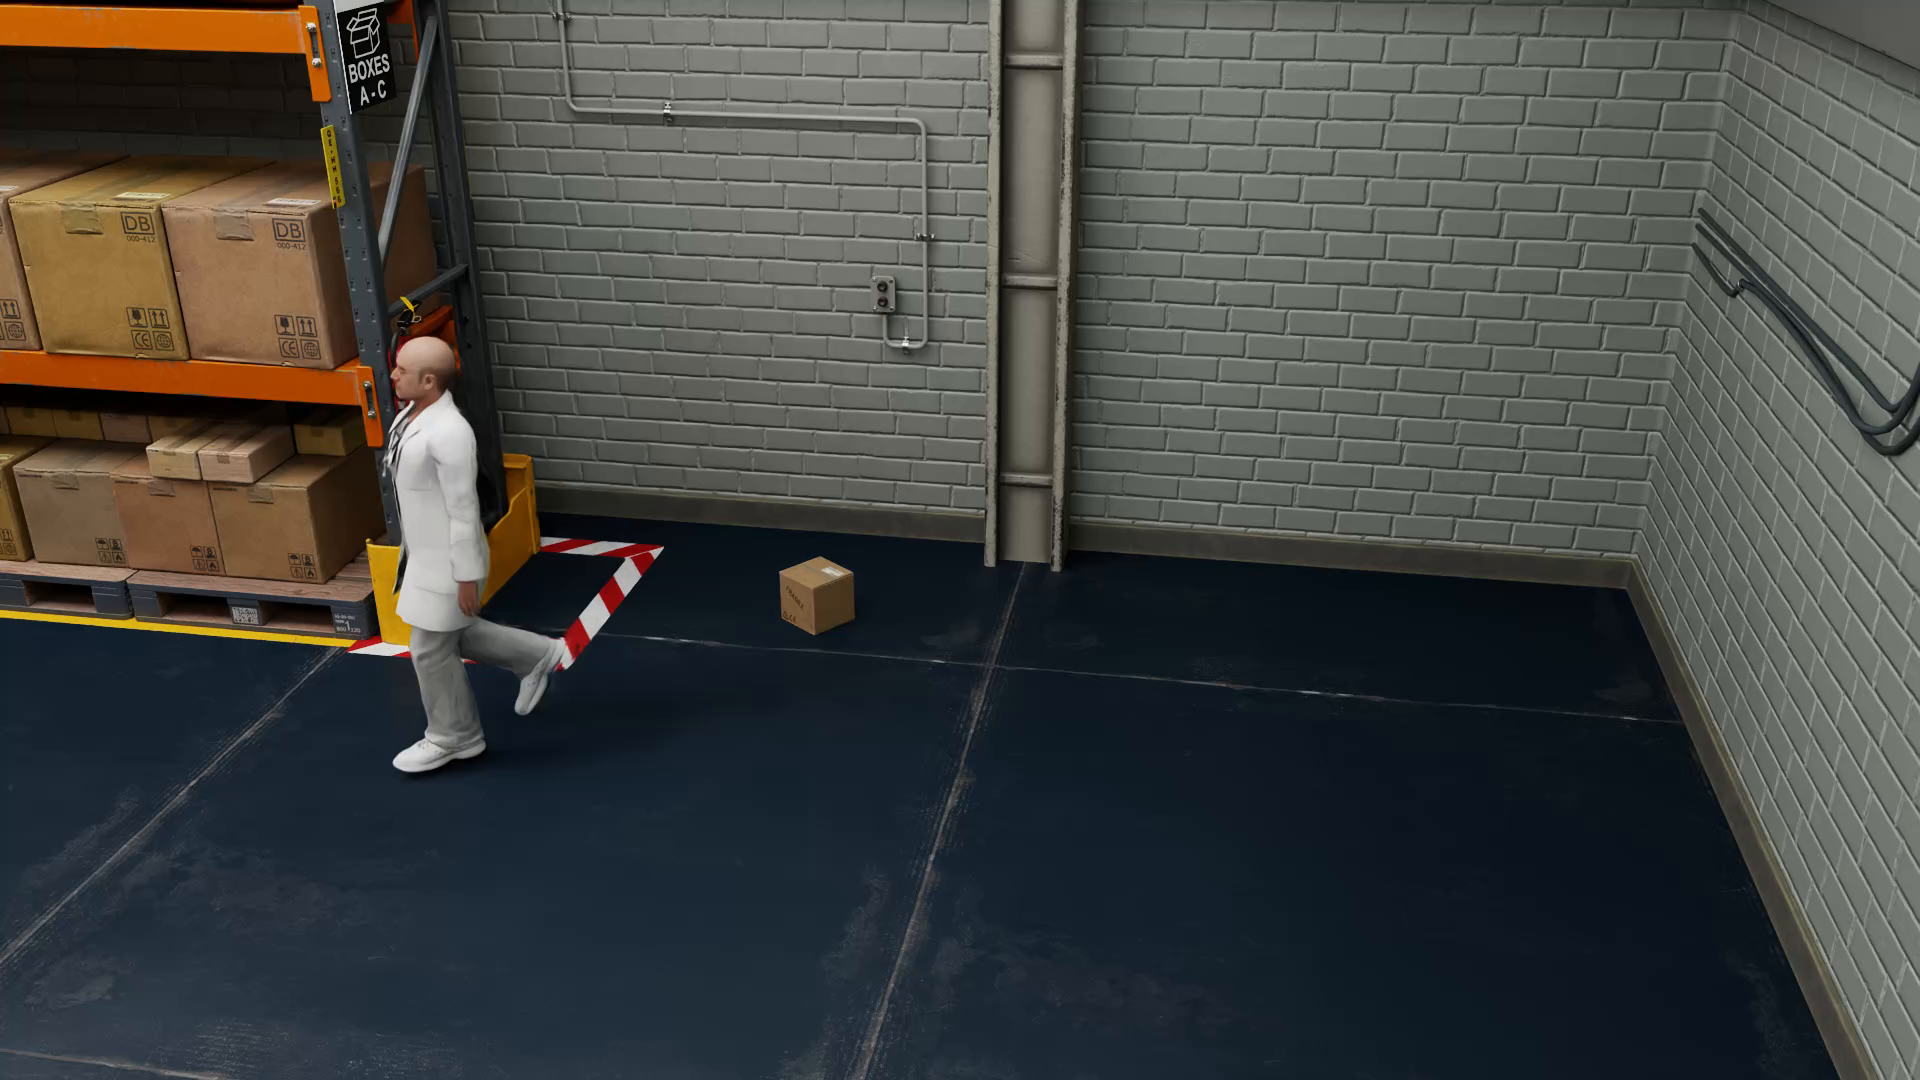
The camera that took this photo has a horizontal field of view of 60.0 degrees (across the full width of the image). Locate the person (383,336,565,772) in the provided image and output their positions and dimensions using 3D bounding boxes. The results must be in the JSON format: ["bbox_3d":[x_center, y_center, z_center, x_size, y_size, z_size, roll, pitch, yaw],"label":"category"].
[{"bbox_3d":[-1.949,0.024,6.482,0.765,1.718,0.575,-13,27,-25],"label":"person"}]
